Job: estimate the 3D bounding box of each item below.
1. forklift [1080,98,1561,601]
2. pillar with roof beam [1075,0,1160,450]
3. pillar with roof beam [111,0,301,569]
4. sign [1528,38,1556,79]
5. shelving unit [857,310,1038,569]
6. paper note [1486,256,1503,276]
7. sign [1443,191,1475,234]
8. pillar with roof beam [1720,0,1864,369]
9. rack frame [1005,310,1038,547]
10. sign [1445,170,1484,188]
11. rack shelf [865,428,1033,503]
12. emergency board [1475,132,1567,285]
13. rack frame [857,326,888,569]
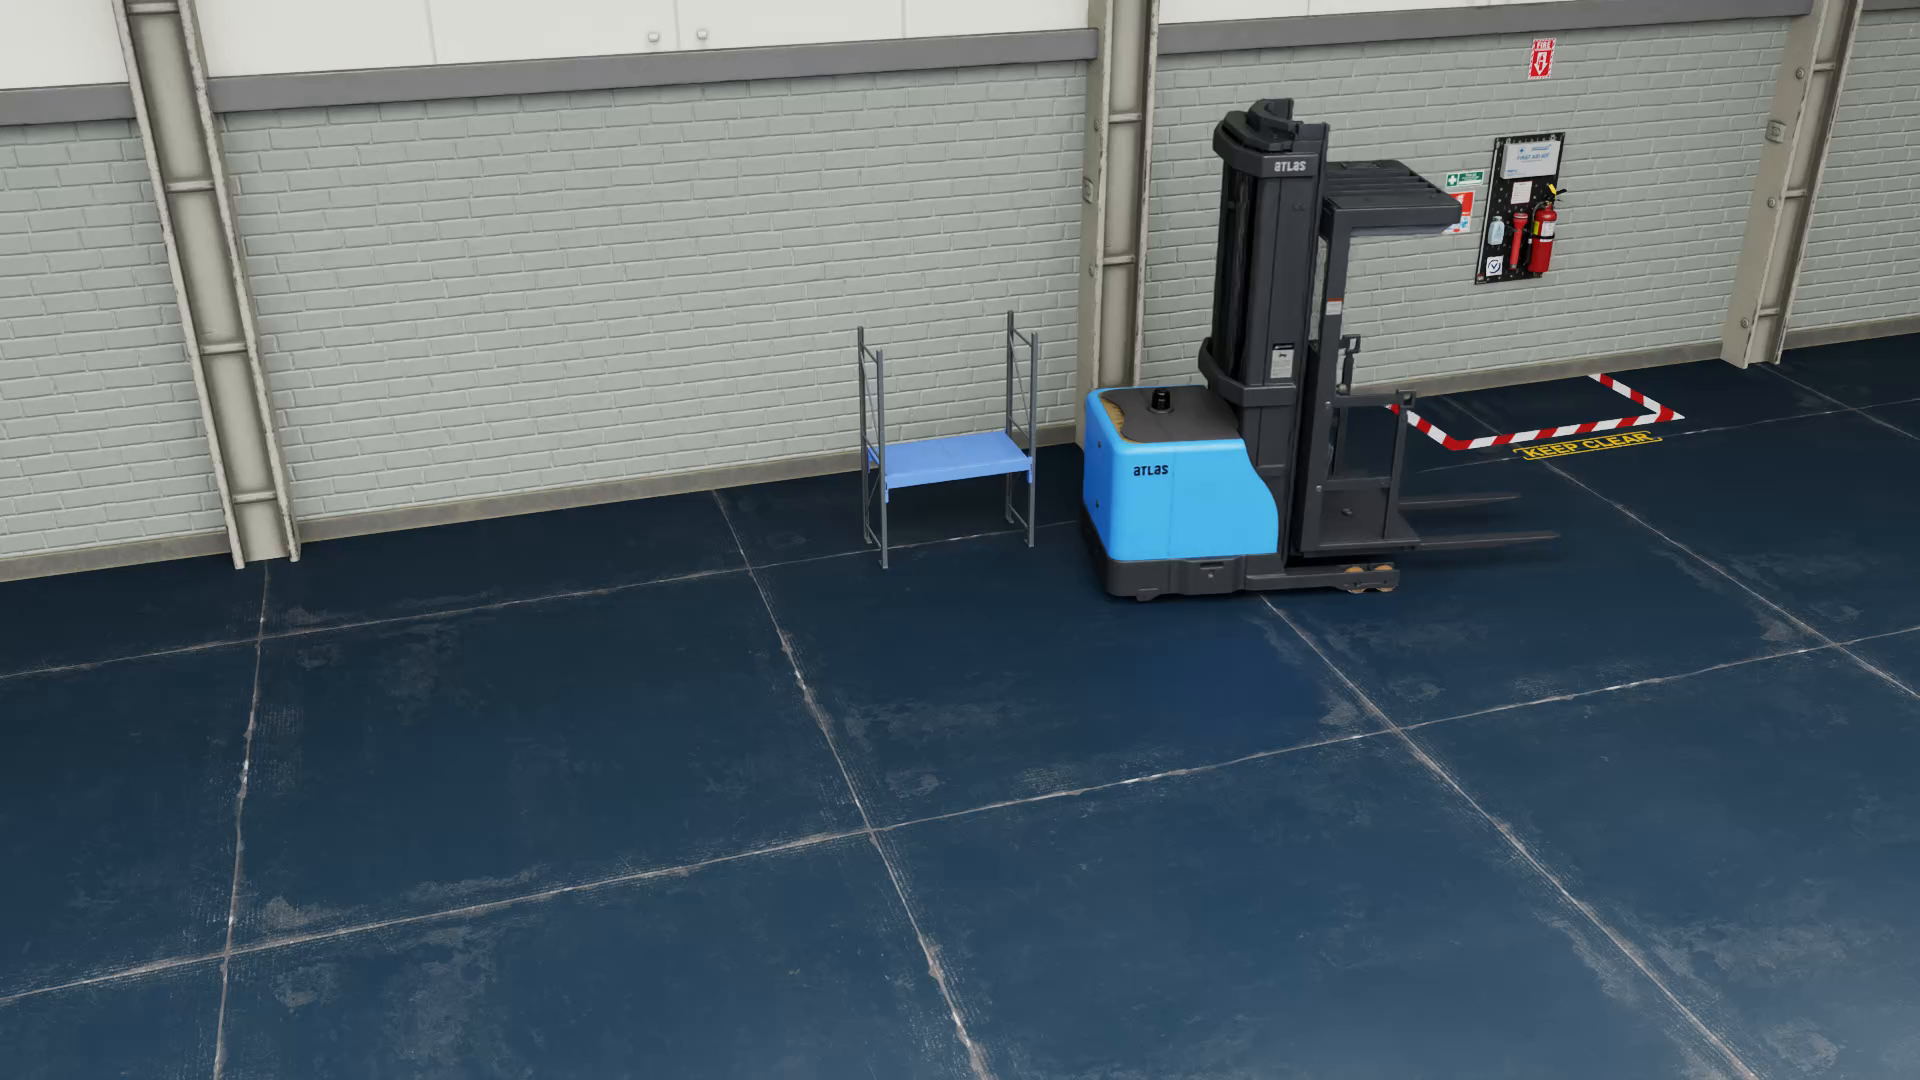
[{"bbox_3d":[2.362,-1.204,10.374,3.031,2.935,1.130,-3,27,-6],"label":"forklift"},{"bbox_3d":[2.444,-2.939,7.044,0.400,9.000,9.100,-8,28,-16],"label":"pillar with roof beam"},{"bbox_3d":[-3.261,-2.113,5.380,0.400,9.000,9.100,-8,28,-16],"label":"pillar with roof beam"},{"bbox_3d":[4.416,-3.653,12.623,0.199,0.298,0.001,-8,28,-16],"label":"sign"},{"bbox_3d":[-0.081,-0.660,10.887,1.048,1.500,0.538,-8,28,-16],"label":"shelving unit"},{"bbox_3d":[4.265,-2.184,13.261,0.142,0.148,0.016,-8,28,-16],"label":"paper note"},{"bbox_3d":[3.897,-2.558,12.982,0.234,0.329,0.001,-8,28,-16],"label":"sign"},{"bbox_3d":[8.149,-3.765,8.708,0.400,9.000,9.100,-8,28,-16],"label":"pillar with roof beam"},{"bbox_3d":[0.402,-0.730,11.028,0.032,1.500,0.500,-8,28,-16],"label":"rack frame"},{"bbox_3d":[3.904,-2.792,12.858,0.331,0.109,0.001,-8,28,-16],"label":"sign"},{"bbox_3d":[-0.081,-0.499,10.967,1.000,0.185,0.538,-8,28,-16],"label":"rack shelf"},{"bbox_3d":[4.454,-2.574,13.056,0.643,1.169,0.194,-8,28,-16],"label":"emergency board"},{"bbox_3d":[-0.564,-0.590,10.746,0.032,1.500,0.500,-8,28,-16],"label":"rack frame"}]
